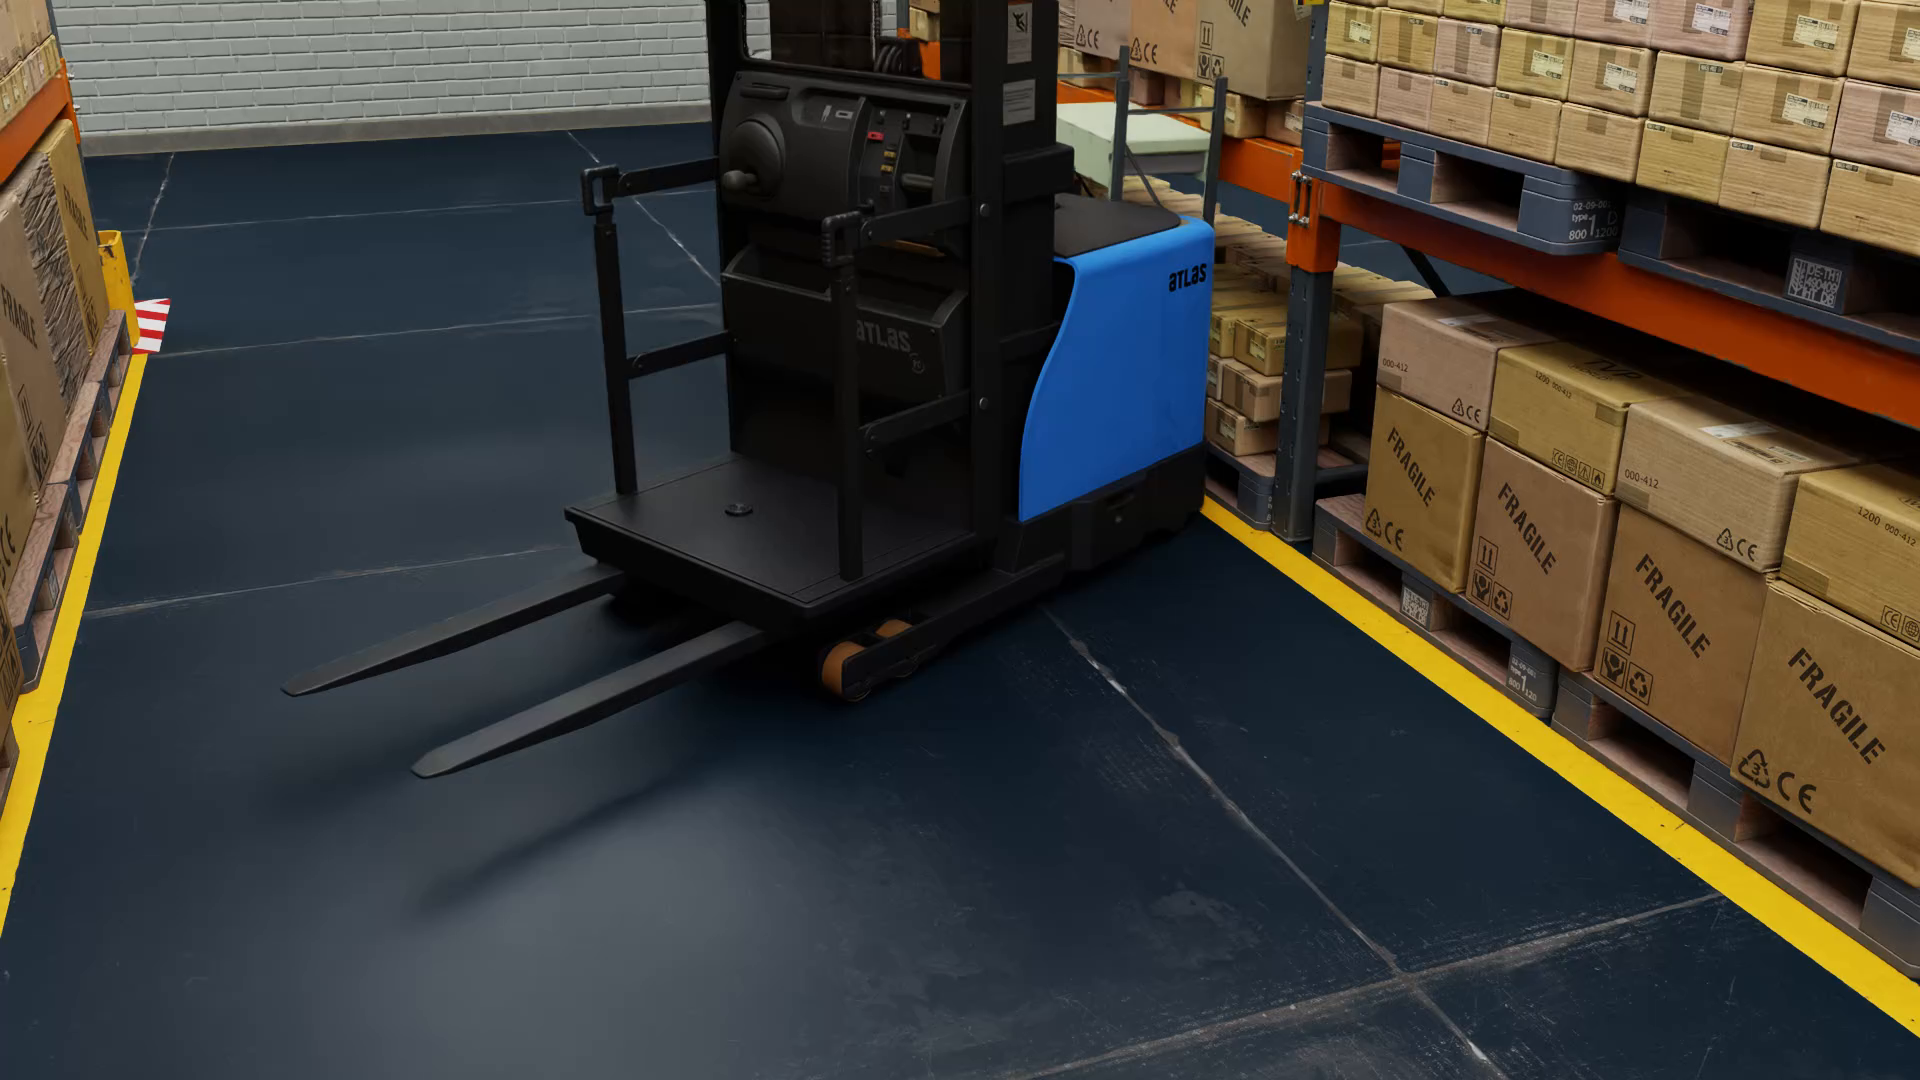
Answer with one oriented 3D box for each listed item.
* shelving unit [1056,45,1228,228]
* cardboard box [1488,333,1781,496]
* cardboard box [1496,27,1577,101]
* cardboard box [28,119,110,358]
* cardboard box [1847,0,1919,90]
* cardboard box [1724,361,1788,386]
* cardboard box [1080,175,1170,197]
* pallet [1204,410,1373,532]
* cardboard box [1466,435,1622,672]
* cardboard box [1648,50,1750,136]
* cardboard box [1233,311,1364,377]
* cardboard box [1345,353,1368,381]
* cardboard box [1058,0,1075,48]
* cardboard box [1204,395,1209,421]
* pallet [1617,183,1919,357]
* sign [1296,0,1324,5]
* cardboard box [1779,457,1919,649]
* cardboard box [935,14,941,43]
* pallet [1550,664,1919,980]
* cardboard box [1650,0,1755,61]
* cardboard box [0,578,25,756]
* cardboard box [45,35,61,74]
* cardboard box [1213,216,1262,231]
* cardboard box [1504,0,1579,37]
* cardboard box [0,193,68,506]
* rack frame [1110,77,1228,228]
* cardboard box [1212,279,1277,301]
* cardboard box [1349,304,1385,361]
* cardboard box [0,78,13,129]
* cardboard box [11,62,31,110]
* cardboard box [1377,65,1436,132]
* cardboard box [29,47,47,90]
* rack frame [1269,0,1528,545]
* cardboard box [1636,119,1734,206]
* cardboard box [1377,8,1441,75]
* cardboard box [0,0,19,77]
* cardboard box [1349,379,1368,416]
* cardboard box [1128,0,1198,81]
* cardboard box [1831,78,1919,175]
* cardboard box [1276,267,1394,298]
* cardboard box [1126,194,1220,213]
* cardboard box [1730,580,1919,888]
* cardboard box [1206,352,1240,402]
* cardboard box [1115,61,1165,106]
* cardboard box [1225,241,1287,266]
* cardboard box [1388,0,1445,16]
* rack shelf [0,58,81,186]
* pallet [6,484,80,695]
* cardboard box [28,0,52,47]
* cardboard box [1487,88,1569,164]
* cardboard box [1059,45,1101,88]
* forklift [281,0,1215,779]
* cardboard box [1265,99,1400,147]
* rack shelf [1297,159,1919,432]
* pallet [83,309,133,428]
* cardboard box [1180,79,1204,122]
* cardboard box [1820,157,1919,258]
[{"bbox_3d":[0.555,-0.996,6.148,0.431,1.500,0.755,-8,26,-20],"label":"shelving unit"},{"bbox_3d":[1.776,-0.345,4.418,0.500,0.250,0.500,-8,24,-18],"label":"cardboard box"},{"bbox_3d":[1.558,-1.182,4.092,0.380,0.149,0.250,-9,25,-21],"label":"cardboard box"},{"bbox_3d":[-4.216,-1.258,7.067,0.875,0.875,0.875,-8,24,-19],"label":"cardboard box"},{"bbox_3d":[1.928,-0.939,3.133,0.380,0.149,0.250,-7,24,-16],"label":"cardboard box"},{"bbox_3d":[2.240,-0.418,4.592,0.500,0.250,0.500,-7,24,-16],"label":"cardboard box"},{"bbox_3d":[0.828,-1.729,8.355,0.380,0.149,0.250,-9,24,-20],"label":"cardboard box"},{"bbox_3d":[1.301,-0.410,6.450,1.003,0.211,1.213,-8,24,-19],"label":"pallet"},{"bbox_3d":[1.773,0.000,4.566,0.500,0.500,0.500,-7,24,-17],"label":"cardboard box"},{"bbox_3d":[1.749,-0.988,3.632,0.380,0.149,0.250,-9,24,-20],"label":"cardboard box"},{"bbox_3d":[1.202,-0.703,5.919,0.380,0.149,0.250,-8,24,-17],"label":"cardboard box"},{"bbox_3d":[1.570,-0.727,6.361,0.380,0.149,0.250,-8,24,-19],"label":"cardboard box"},{"bbox_3d":[0.619,-2.336,6.918,0.500,0.500,0.500,-9,24,-20],"label":"cardboard box"},{"bbox_3d":[1.101,-0.537,6.291,0.380,0.149,0.250,-8,24,-18],"label":"cardboard box"},{"bbox_3d":[2.247,-0.627,3.623,1.003,0.211,1.213,-8,24,-19],"label":"pallet"},{"bbox_3d":[1.067,-1.777,4.990,0.100,0.325,0.005,-8,24,-19],"label":"sign"},{"bbox_3d":[2.144,0.029,3.530,0.500,0.250,0.500,-8,24,-18],"label":"cardboard box"},{"bbox_3d":[0.095,-2.544,8.246,0.380,0.149,0.250,-7,24,-17],"label":"cardboard box"},{"bbox_3d":[2.283,0.556,4.158,1.003,0.211,1.213,-8,24,-19],"label":"pallet"},{"bbox_3d":[1.738,-1.131,3.589,0.380,0.149,0.250,-7,24,-17],"label":"cardboard box"},{"bbox_3d":[-2.859,0.204,3.599,1.225,0.875,0.875,-8,24,-19],"label":"cardboard box"},{"bbox_3d":[-4.083,-2.065,7.111,0.380,0.149,0.250,-8,24,-18],"label":"cardboard box"},{"bbox_3d":[1.116,-1.334,7.417,0.380,0.149,0.250,-8,24,-19],"label":"cardboard box"},{"bbox_3d":[1.559,-1.316,4.027,0.380,0.149,0.250,-9,24,-20],"label":"cardboard box"},{"bbox_3d":[-3.580,-0.604,5.515,0.875,0.875,0.875,-8,24,-19],"label":"cardboard box"},{"bbox_3d":[0.687,-0.851,5.839,0.400,1.500,0.023,-8,26,-20],"label":"rack frame"},{"bbox_3d":[0.980,-0.880,6.339,0.380,0.149,0.250,-9,24,-19],"label":"cardboard box"},{"bbox_3d":[1.644,-0.763,6.062,0.380,0.149,0.250,-7,24,-17],"label":"cardboard box"},{"bbox_3d":[-3.544,-1.510,5.793,0.380,0.149,0.250,-8,24,-18],"label":"cardboard box"},{"bbox_3d":[-3.721,-1.694,6.231,0.380,0.149,0.250,-9,24,-20],"label":"cardboard box"},{"bbox_3d":[1.384,-1.227,4.582,0.380,0.149,0.250,-8,24,-18],"label":"cardboard box"},{"bbox_3d":[-3.902,-1.879,6.669,0.380,0.149,0.250,-8,24,-19],"label":"cardboard box"},{"bbox_3d":[1.572,-1.455,5.341,1.000,3.000,0.127,-8,24,-19],"label":"rack frame"},{"bbox_3d":[1.747,-0.853,3.695,0.380,0.149,0.250,-9,24,-20],"label":"cardboard box"},{"bbox_3d":[1.374,-1.370,4.538,0.380,0.149,0.250,-9,24,-20],"label":"cardboard box"},{"bbox_3d":[-3.739,-1.824,6.026,0.500,0.250,0.500,-9,25,-21],"label":"cardboard box"},{"bbox_3d":[1.650,-0.608,6.461,0.380,0.149,0.250,-8,24,-17],"label":"cardboard box"},{"bbox_3d":[0.954,-1.964,6.037,0.500,0.500,0.500,-9,24,-20],"label":"cardboard box"},{"bbox_3d":[1.926,-0.802,3.191,0.380,0.149,0.250,-8,24,-18],"label":"cardboard box"},{"bbox_3d":[1.466,-0.956,6.521,0.380,0.149,0.250,-9,24,-20],"label":"cardboard box"},{"bbox_3d":[1.007,-1.537,7.897,0.380,0.149,0.250,-7,24,-17],"label":"cardboard box"},{"bbox_3d":[2.126,0.374,3.678,0.500,0.500,0.500,-9,25,-21],"label":"cardboard box"},{"bbox_3d":[1.056,-0.640,6.153,0.380,0.149,0.250,-10,25,-22],"label":"cardboard box"},{"bbox_3d":[0.828,-1.787,6.451,0.380,0.149,0.250,-9,25,-21],"label":"cardboard box"},{"bbox_3d":[1.340,-1.152,6.984,0.380,0.149,0.250,-8,24,-18],"label":"cardboard box"},{"bbox_3d":[1.385,-1.501,4.465,0.380,0.149,0.250,-8,24,-18],"label":"cardboard box"},{"bbox_3d":[-3.811,-1.207,5.677,1.077,0.370,4.000,-8,24,-19],"label":"rack shelf"},{"bbox_3d":[-3.300,0.186,5.036,1.003,0.211,1.213,-8,24,-19],"label":"pallet"},{"bbox_3d":[-4.098,-2.193,6.902,0.500,0.250,0.500,-9,24,-20],"label":"cardboard box"},{"bbox_3d":[1.556,-1.044,4.148,0.380,0.149,0.250,-8,24,-18],"label":"cardboard box"},{"bbox_3d":[0.632,-1.969,6.884,0.380,0.149,0.250,-8,24,-18],"label":"cardboard box"},{"bbox_3d":[-0.493,-1.118,4.629,1.130,2.935,3.031,19,29,38],"label":"forklift"},{"bbox_3d":[1.252,-1.411,5.560,0.380,0.149,0.250,-9,24,-20],"label":"cardboard box"},{"bbox_3d":[2.278,-0.397,3.756,1.077,0.370,4.000,-8,24,-19],"label":"rack shelf"},{"bbox_3d":[-4.162,-0.700,7.139,1.003,0.211,1.213,-8,24,-19],"label":"pallet"},{"bbox_3d":[1.020,-1.595,5.996,0.380,0.149,0.250,-7,24,-17],"label":"cardboard box"},{"bbox_3d":[1.932,-0.663,3.243,0.380,0.149,0.250,-8,24,-17],"label":"cardboard box"}]
